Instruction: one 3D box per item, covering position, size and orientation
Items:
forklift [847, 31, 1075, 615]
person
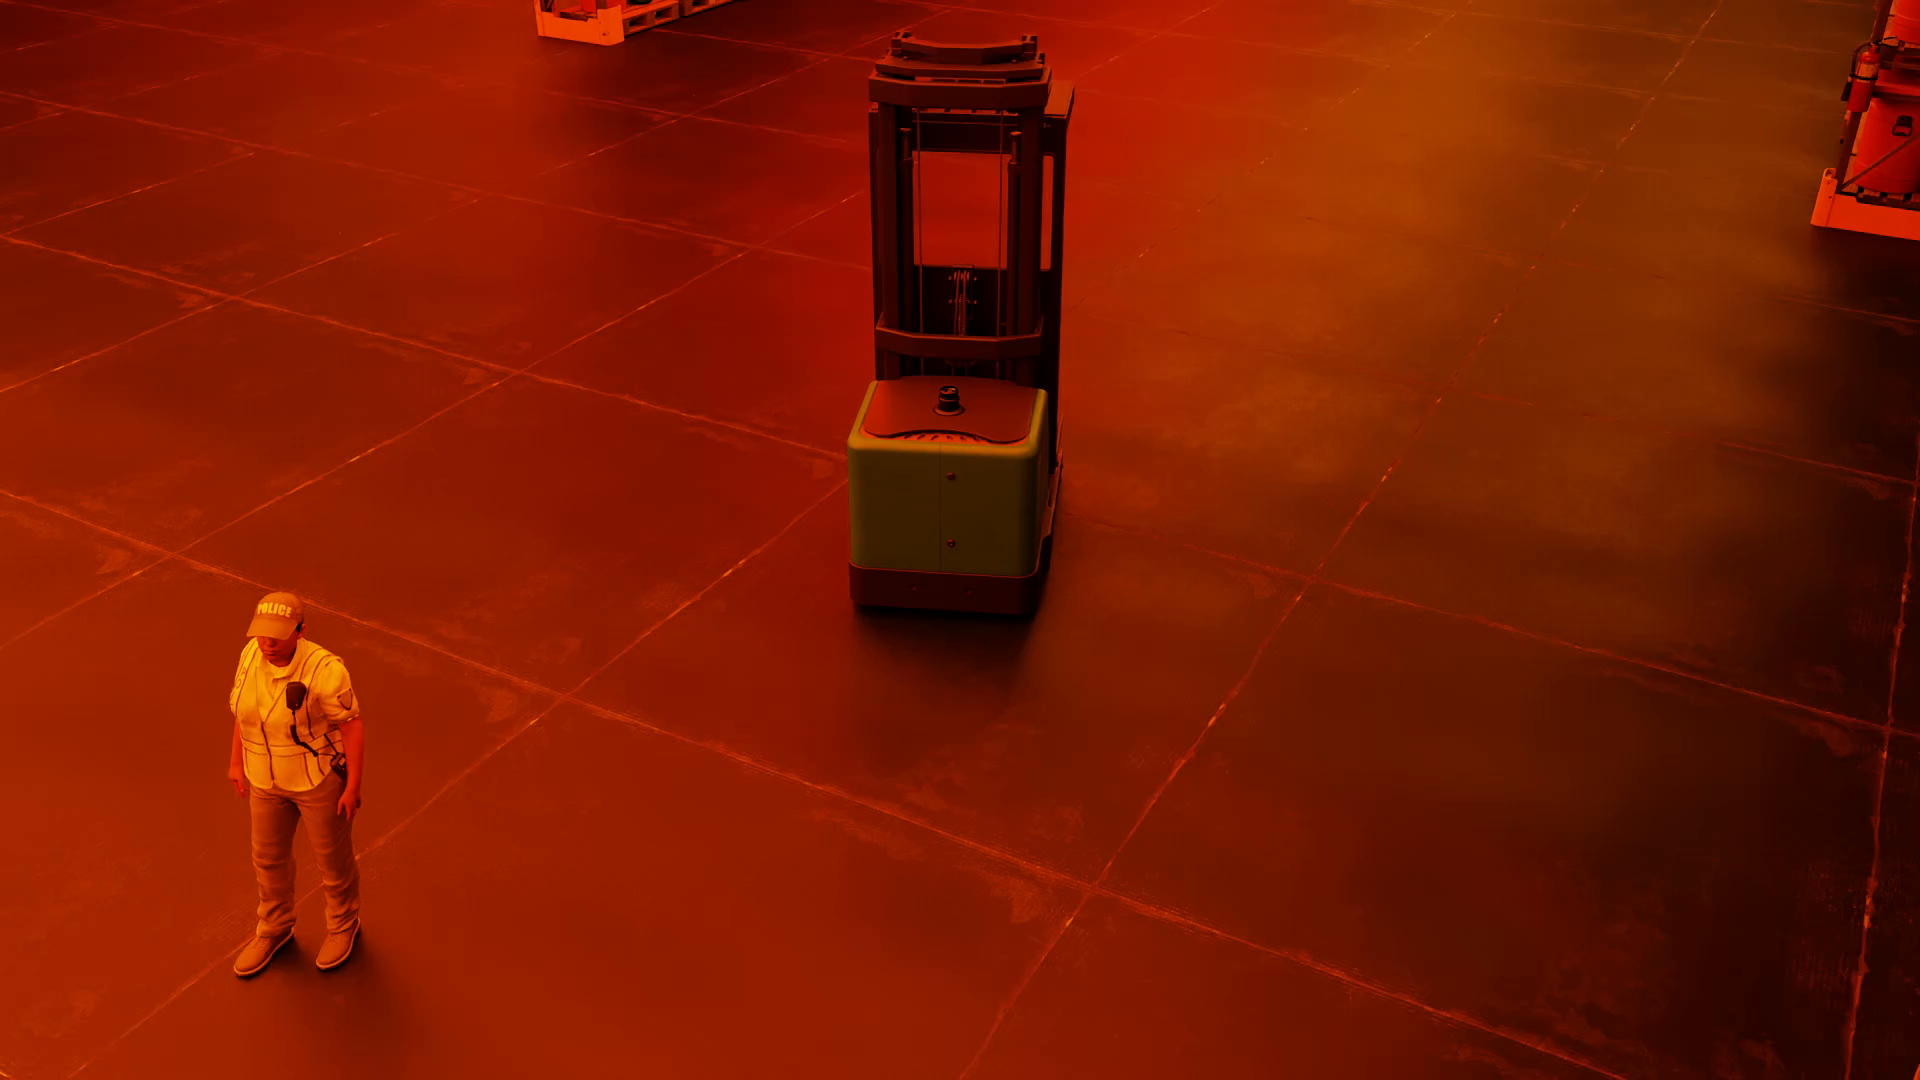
[{"bbox_3d":[0.072,-1.572,9.794,1.130,2.935,3.031,3,30,6],"label":"forklift"},{"bbox_3d":[-2.676,0.983,6.619,0.598,1.670,0.529,6,31,11],"label":"person"}]
